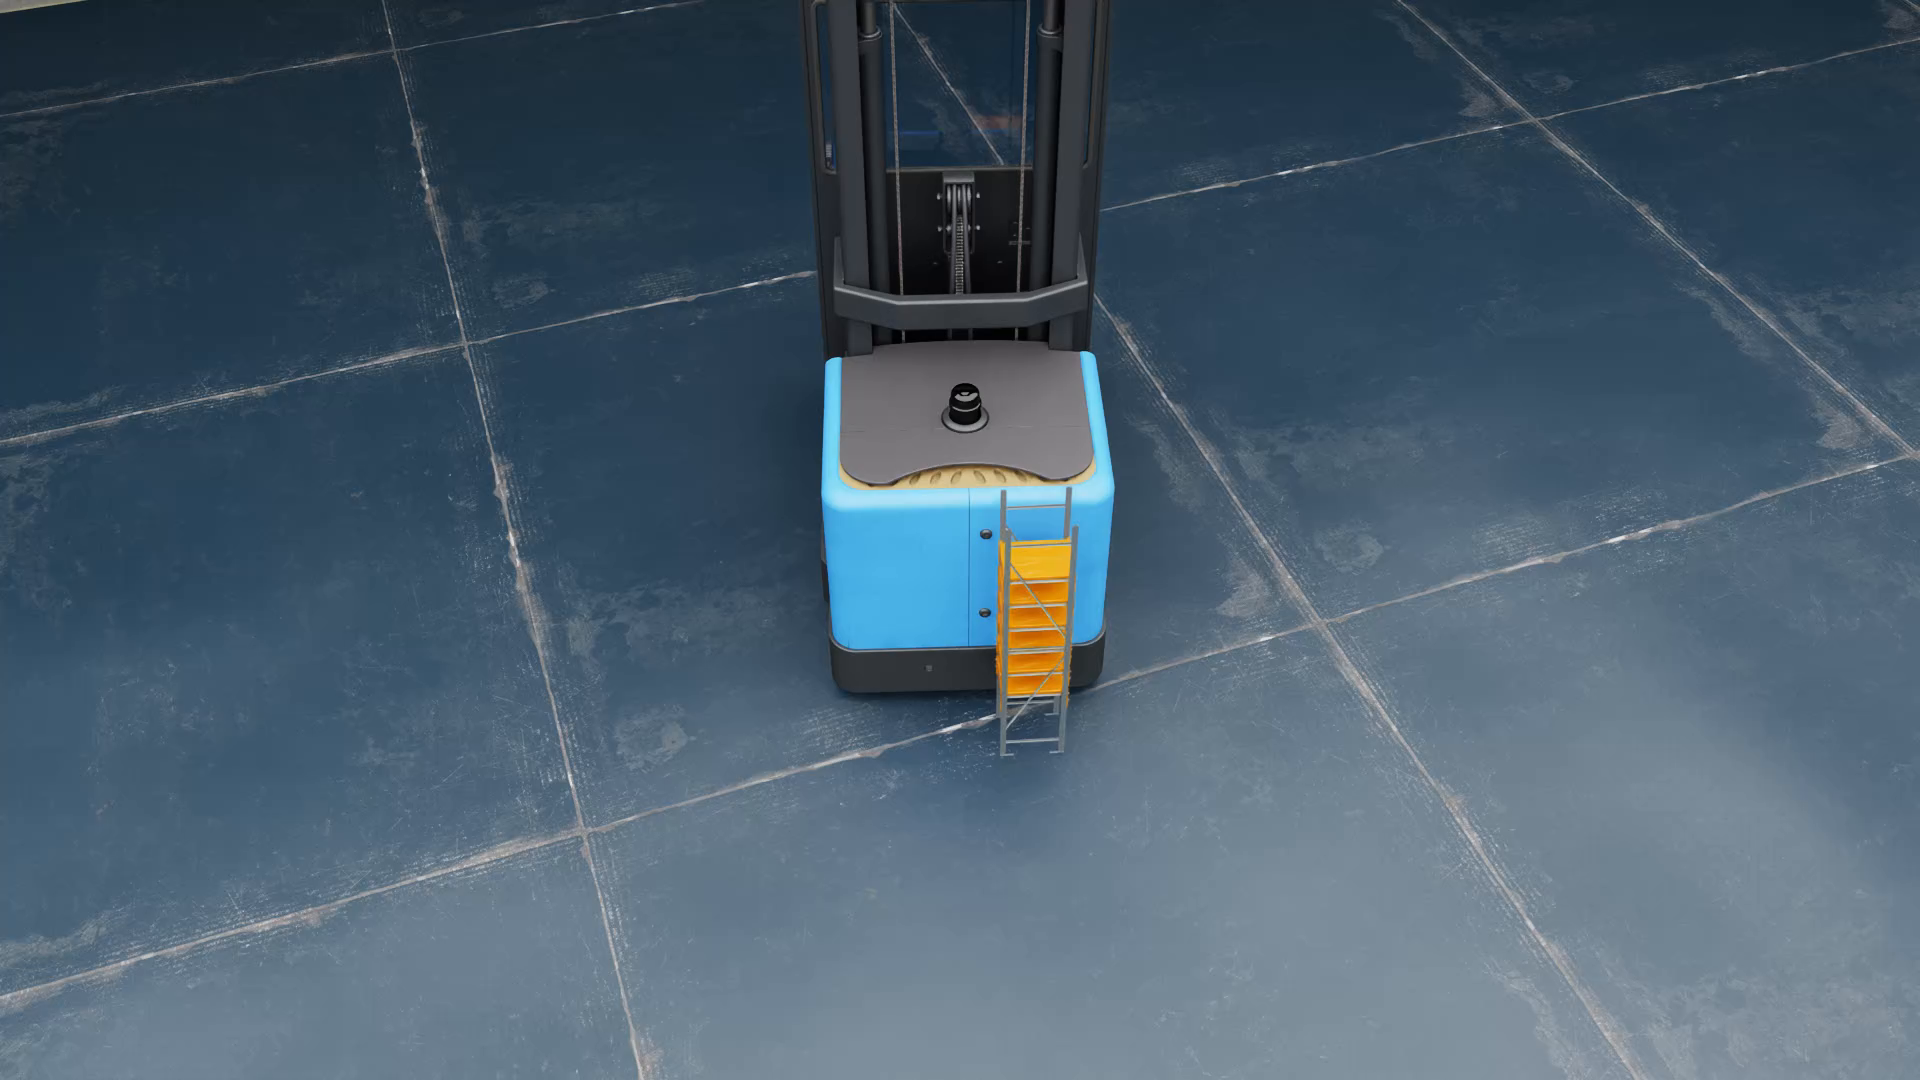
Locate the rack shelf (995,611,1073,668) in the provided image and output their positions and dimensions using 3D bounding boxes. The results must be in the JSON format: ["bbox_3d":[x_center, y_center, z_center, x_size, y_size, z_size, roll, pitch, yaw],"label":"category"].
[{"bbox_3d":[0.262,0.349,5.927,0.258,0.103,0.180,-3,45,-3],"label":"rack shelf"}]

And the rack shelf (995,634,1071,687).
[{"bbox_3d":[0.263,0.434,6.012,0.258,0.103,0.180,-3,45,-3],"label":"rack shelf"}]

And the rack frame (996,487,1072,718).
[{"bbox_3d":[0.256,0.253,5.960,0.240,1.200,0.006,-3,45,-3],"label":"rack frame"}]

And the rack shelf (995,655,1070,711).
[{"bbox_3d":[0.263,0.518,6.097,0.258,0.103,0.180,-3,45,-3],"label":"rack shelf"}]

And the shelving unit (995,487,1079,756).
[{"bbox_3d":[0.262,0.318,5.895,0.258,1.200,0.189,-3,45,-3],"label":"shelving unit"}]

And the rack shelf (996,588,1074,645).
[{"bbox_3d":[0.262,0.264,5.842,0.258,0.103,0.180,-3,45,-3],"label":"rack shelf"}]

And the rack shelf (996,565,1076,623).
[{"bbox_3d":[0.262,0.180,5.757,0.258,0.103,0.180,-3,45,-3],"label":"rack shelf"}]

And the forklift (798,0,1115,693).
[{"bbox_3d":[-0.024,-1.480,6.465,1.130,2.935,3.031,-2,45,-2],"label":"forklift"}]

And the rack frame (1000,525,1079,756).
[{"bbox_3d":[0.268,0.382,5.831,0.240,1.200,0.006,-3,45,-3],"label":"rack frame"}]

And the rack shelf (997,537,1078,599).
[{"bbox_3d":[0.261,0.095,5.672,0.258,0.103,0.180,-3,45,-3],"label":"rack shelf"}]
